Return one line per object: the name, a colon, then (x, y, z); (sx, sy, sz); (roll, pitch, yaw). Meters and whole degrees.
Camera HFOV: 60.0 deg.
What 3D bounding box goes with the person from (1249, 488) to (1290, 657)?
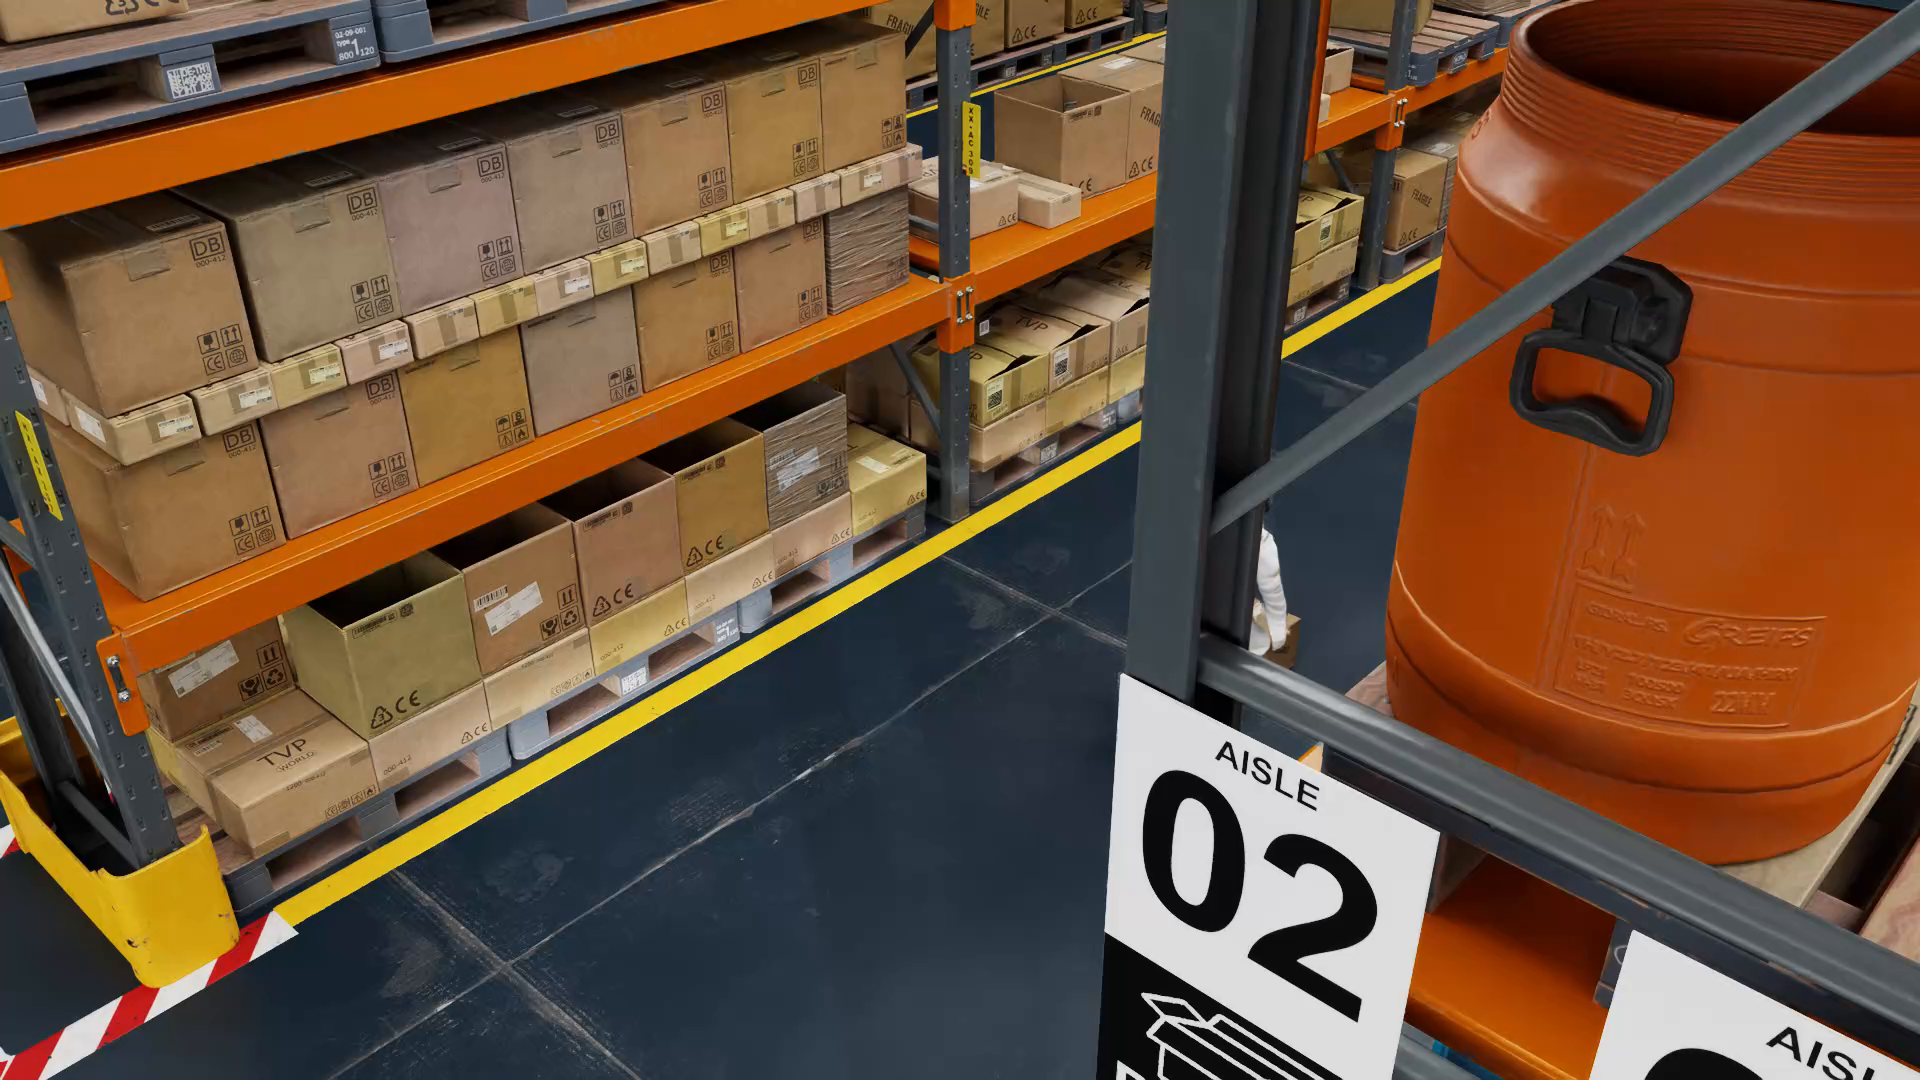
person: (1.035, 0.248, 6.843); (0.498, 1.028, 0.837); (25, 40, 35)
